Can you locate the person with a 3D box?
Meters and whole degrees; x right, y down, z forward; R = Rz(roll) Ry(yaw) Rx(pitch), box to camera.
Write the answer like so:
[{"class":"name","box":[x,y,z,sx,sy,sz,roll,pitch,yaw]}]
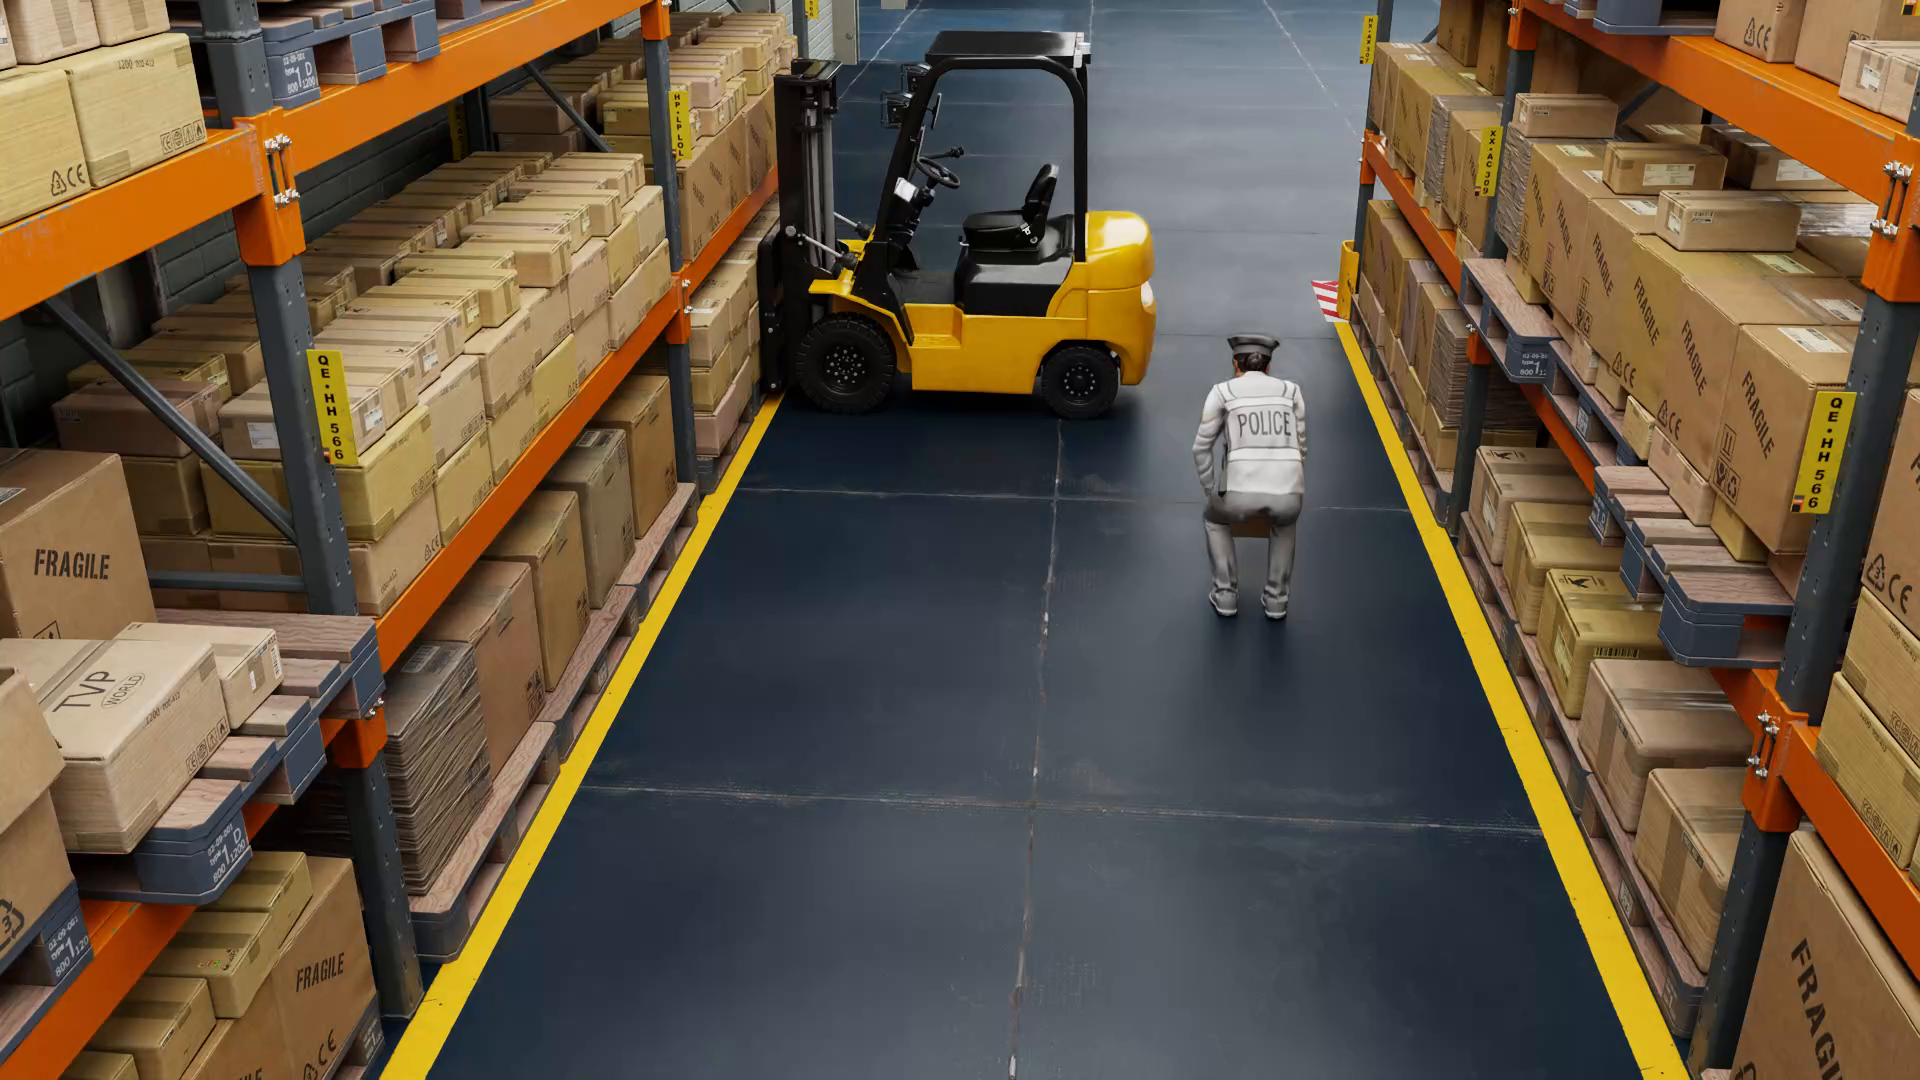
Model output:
[{"class":"person","box":[1.351,-0.289,7.717,0.518,1.265,0.761,2,25,4]}]
